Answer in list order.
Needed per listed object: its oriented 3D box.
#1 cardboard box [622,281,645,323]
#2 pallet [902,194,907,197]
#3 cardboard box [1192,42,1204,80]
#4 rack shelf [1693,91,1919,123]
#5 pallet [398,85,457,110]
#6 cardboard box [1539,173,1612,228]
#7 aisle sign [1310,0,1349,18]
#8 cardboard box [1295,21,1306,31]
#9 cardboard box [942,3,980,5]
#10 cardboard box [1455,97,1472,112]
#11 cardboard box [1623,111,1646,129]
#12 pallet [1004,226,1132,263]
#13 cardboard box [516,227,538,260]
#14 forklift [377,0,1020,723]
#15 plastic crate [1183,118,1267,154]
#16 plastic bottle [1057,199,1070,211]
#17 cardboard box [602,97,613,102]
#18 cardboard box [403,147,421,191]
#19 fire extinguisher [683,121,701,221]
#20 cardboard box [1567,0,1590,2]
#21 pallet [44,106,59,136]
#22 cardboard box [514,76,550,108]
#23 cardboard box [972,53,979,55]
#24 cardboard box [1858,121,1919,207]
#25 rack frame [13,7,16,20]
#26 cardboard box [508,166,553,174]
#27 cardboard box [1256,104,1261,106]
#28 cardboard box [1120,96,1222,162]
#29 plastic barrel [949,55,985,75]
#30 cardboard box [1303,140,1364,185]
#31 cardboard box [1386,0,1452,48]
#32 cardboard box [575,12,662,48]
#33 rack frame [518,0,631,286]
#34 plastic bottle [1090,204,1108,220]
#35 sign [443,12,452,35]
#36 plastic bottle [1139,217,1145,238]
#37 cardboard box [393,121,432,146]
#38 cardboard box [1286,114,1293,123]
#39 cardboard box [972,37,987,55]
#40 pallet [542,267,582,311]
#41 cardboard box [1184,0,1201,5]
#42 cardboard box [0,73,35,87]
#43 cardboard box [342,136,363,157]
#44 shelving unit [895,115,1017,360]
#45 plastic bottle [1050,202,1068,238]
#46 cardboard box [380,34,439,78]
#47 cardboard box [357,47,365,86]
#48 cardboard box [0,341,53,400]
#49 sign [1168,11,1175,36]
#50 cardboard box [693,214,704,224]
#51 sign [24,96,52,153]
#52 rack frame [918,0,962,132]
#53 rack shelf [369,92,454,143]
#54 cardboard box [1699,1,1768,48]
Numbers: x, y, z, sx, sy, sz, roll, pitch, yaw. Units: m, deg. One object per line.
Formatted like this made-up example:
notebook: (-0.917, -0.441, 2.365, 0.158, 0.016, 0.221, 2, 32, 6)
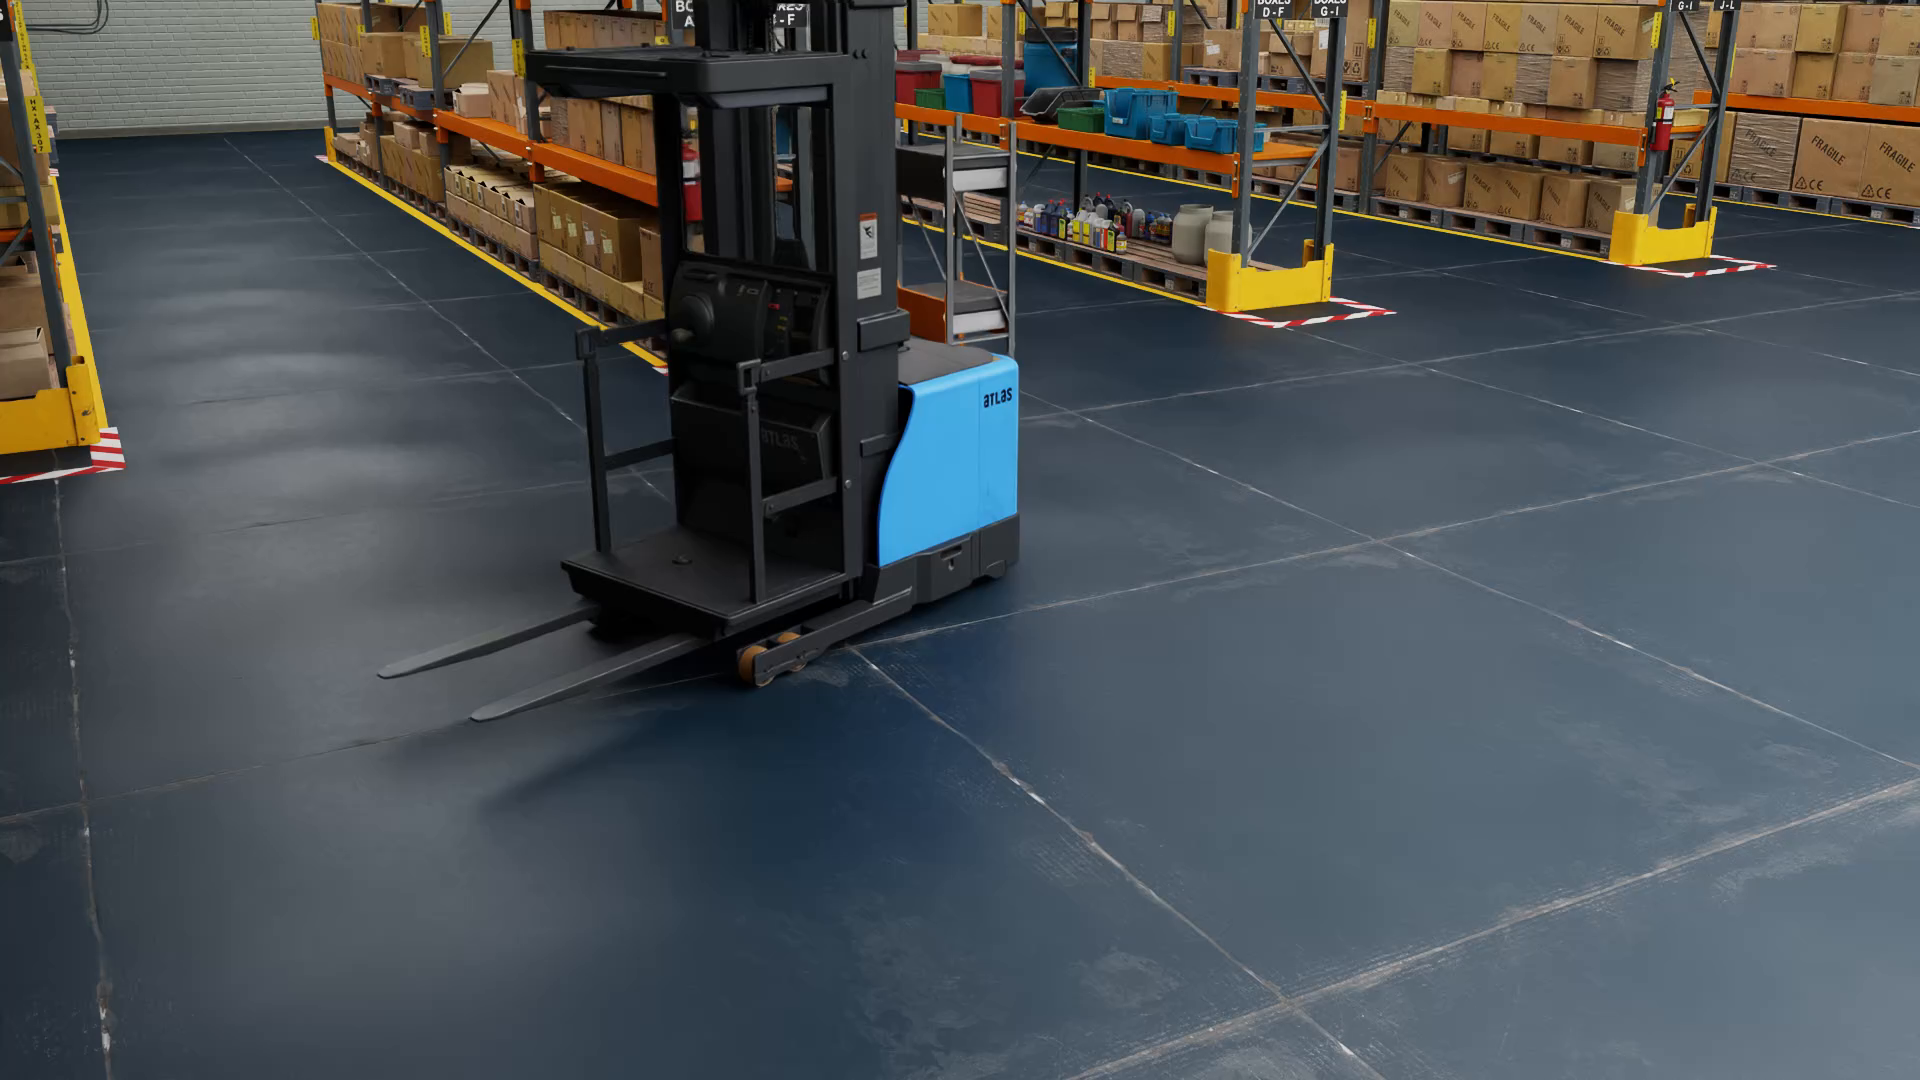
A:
cardboard box: (-2.325, -1.874, 13.037, 0.500, 0.250, 0.500, -10, 21, -27)
pallet: (-0.667, -4.242, 20.601, 1.003, 0.211, 1.213, -10, 21, -27)
cardboard box: (3.367, -6.785, 23.542, 0.500, 0.500, 0.500, -9, 21, -25)
rack shelf: (10.621, -5.233, 20.300, 1.077, 0.370, 4.000, -10, 21, -27)
pallet: (-5.745, -5.115, 19.152, 1.213, 0.211, 1.003, -10, 21, -27)
cardboard box: (6.562, -3.624, 17.724, 0.500, 0.500, 0.500, -4, 20, -12)
aisle sign: (3.091, -4.746, 13.800, 0.394, 0.787, 0.004, -10, 21, -27)
cardboard box: (5.792, -8.541, 27.614, 0.380, 0.149, 0.250, -9, 21, -25)
cardboard box: (0.022, -9.177, 29.253, 0.500, 0.500, 0.500, -10, 21, -26)
cardboard box: (5.711, -4.825, 18.402, 0.380, 0.149, 0.250, -10, 21, -27)
cardboard box: (6.841, -4.190, 16.562, 0.380, 0.149, 0.250, -10, 21, -27)
pallet: (1.181, -3.123, 17.358, 1.003, 0.211, 1.213, -10, 21, -27)
cardboard box: (-3.914, -2.847, 15.855, 0.500, 0.250, 0.500, -10, 22, -27)
forklift: (-1.036, -0.964, 6.933, 1.130, 2.935, 3.031, 15, 24, 37)
plastic crate: (2.298, -3.519, 14.459, 0.499, 0.251, 0.616, -10, 21, -27)
plastic bottle: (1.044, -3.322, 17.048, 0.144, 0.351, 0.185, -10, 21, -27)
cardboard box: (-2.650, -3.605, 13.332, 0.380, 0.149, 0.250, -10, 22, -27)
cardboard box: (-6.512, -4.579, 20.461, 0.500, 0.500, 0.500, -11, 22, -29)
fire extinguisher: (-1.915, -2.583, 11.638, 0.296, 0.674, 0.183, -10, 21, -27)
cardboard box: (10.890, -9.155, 28.877, 0.500, 0.500, 0.500, -10, 22, -28)
pallet: (-9.287, -3.975, 15.847, 1.213, 0.211, 1.003, -10, 21, -27)
cardboard box: (-4.062, -4.296, 16.328, 0.500, 0.500, 0.500, -8, 21, -23)
cardboard box: (0.416, -7.991, 27.576, 0.380, 0.149, 0.250, -10, 22, -28)
cardboard box: (11.190, -4.377, 19.331, 0.875, 0.875, 0.875, -10, 21, -26)
rack frame: (-13.518, -6.551, 23.017, 1.000, 3.000, 0.127, -10, 21, -27)
cardboard box: (-4.643, -3.926, 18.122, 0.500, 0.311, 0.500, -10, 22, -27)
cardboard box: (5.318, -7.704, 29.175, 0.380, 0.149, 0.250, -10, 21, -26)
cardboard box: (3.049, -5.951, 23.893, 1.225, 0.875, 0.875, -11, 22, -29)
plastic barrel: (0.084, -5.348, 19.323, 0.433, 0.535, 0.433, 0, 19, 0)
cardboard box: (4.776, -4.753, 20.966, 0.700, 0.500, 0.500, -10, 21, -27)
cardboard box: (5.248, -5.899, 18.987, 0.500, 0.500, 0.500, -10, 21, -27)
cardboard box: (-2.767, -4.120, 13.829, 0.700, 0.500, 0.500, -10, 21, -27)
rack frame: (-3.462, -3.874, 15.260, 1.000, 3.000, 0.127, -10, 21, -27)
plastic bottle: (1.431, -3.335, 17.200, 0.152, 0.276, 0.135, -10, 21, -27)
sign: (-6.774, -6.805, 21.979, 0.100, 0.325, 0.005, -10, 21, -27)
plastic bottle: (1.857, -3.161, 16.808, 0.097, 0.201, 0.097, 0, 19, 0)
cardboard box: (-6.771, -5.088, 20.785, 0.500, 0.250, 0.500, -10, 21, -27)
cardboard box: (5.982, -7.448, 29.345, 0.380, 0.149, 0.250, -11, 22, -29)
cardboard box: (0.528, -8.155, 27.439, 0.500, 0.250, 0.500, -10, 21, -26)
pallet: (-3.121, -2.321, 15.035, 1.003, 0.211, 1.213, -10, 21, -27)
cardboard box: (4.425, -9.785, 30.249, 0.500, 0.500, 0.500, -11, 22, -28)
cardboard box: (-7.081, -3.169, 12.265, 0.500, 0.500, 0.500, -10, 21, -27)
cardboard box: (-8.677, -5.740, 24.208, 0.500, 0.250, 0.500, -10, 21, -27)
shelving unit: (-0.030, -1.071, 8.517, 0.431, 2.100, 0.503, -12, 22, -31)
plastic bottle: (1.007, -3.246, 16.826, 0.144, 0.351, 0.185, -11, 22, -29)
cardboard box: (-6.850, -6.058, 20.793, 0.700, 0.500, 0.500, -6, 20, -18)
cardboard box: (-7.724, -6.322, 22.200, 0.500, 0.500, 0.500, -10, 21, -26)
cardboard box: (-6.170, -1.107, 10.689, 0.500, 0.311, 0.500, -13, 23, -33)
sign: (2.872, -7.016, 22.591, 0.100, 0.325, 0.005, -10, 21, -27)
cardboard box: (-1.860, -2.311, 13.151, 0.500, 0.500, 0.500, -10, 21, -27)
sign: (-5.443, -2.451, 9.808, 0.100, 0.325, 0.005, -10, 21, -27)
rack frame: (-0.440, -8.852, 29.687, 1.000, 3.000, 0.127, -10, 21, -27)
rack shelf: (-6.311, -5.256, 20.369, 1.077, 0.370, 4.000, -10, 21, -27)
cardboard box: (9.816, -6.617, 21.323, 0.875, 0.550, 0.550, -10, 21, -27)
